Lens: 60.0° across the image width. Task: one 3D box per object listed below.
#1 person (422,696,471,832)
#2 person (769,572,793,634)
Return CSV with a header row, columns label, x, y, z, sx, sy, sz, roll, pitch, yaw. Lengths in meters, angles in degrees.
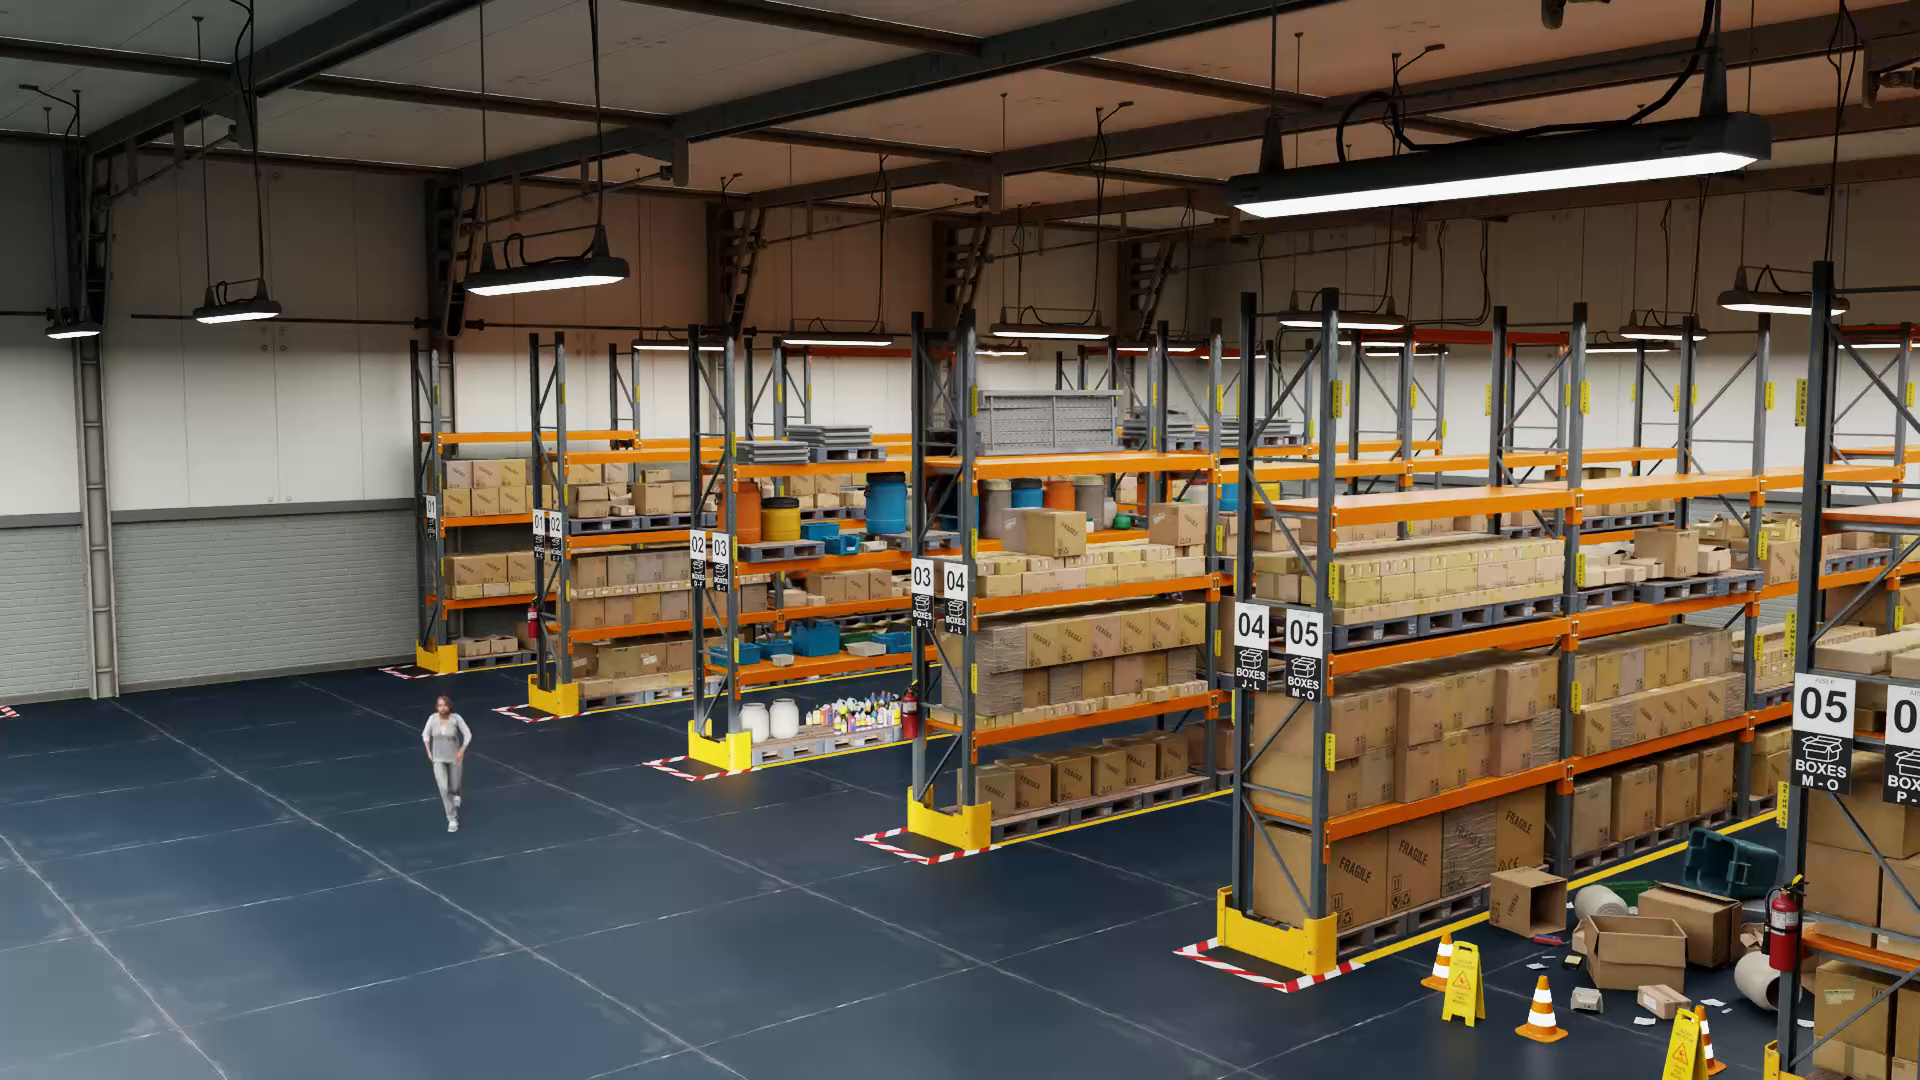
label,x,y,z,sx,sy,sz,roll,pitch,yaw
person,-6.034,2.593,19.568,0.559,1.571,0.695,-1,5,-9
person,-3.436,1.322,32.304,1.010,1.722,0.678,-5,7,-43
